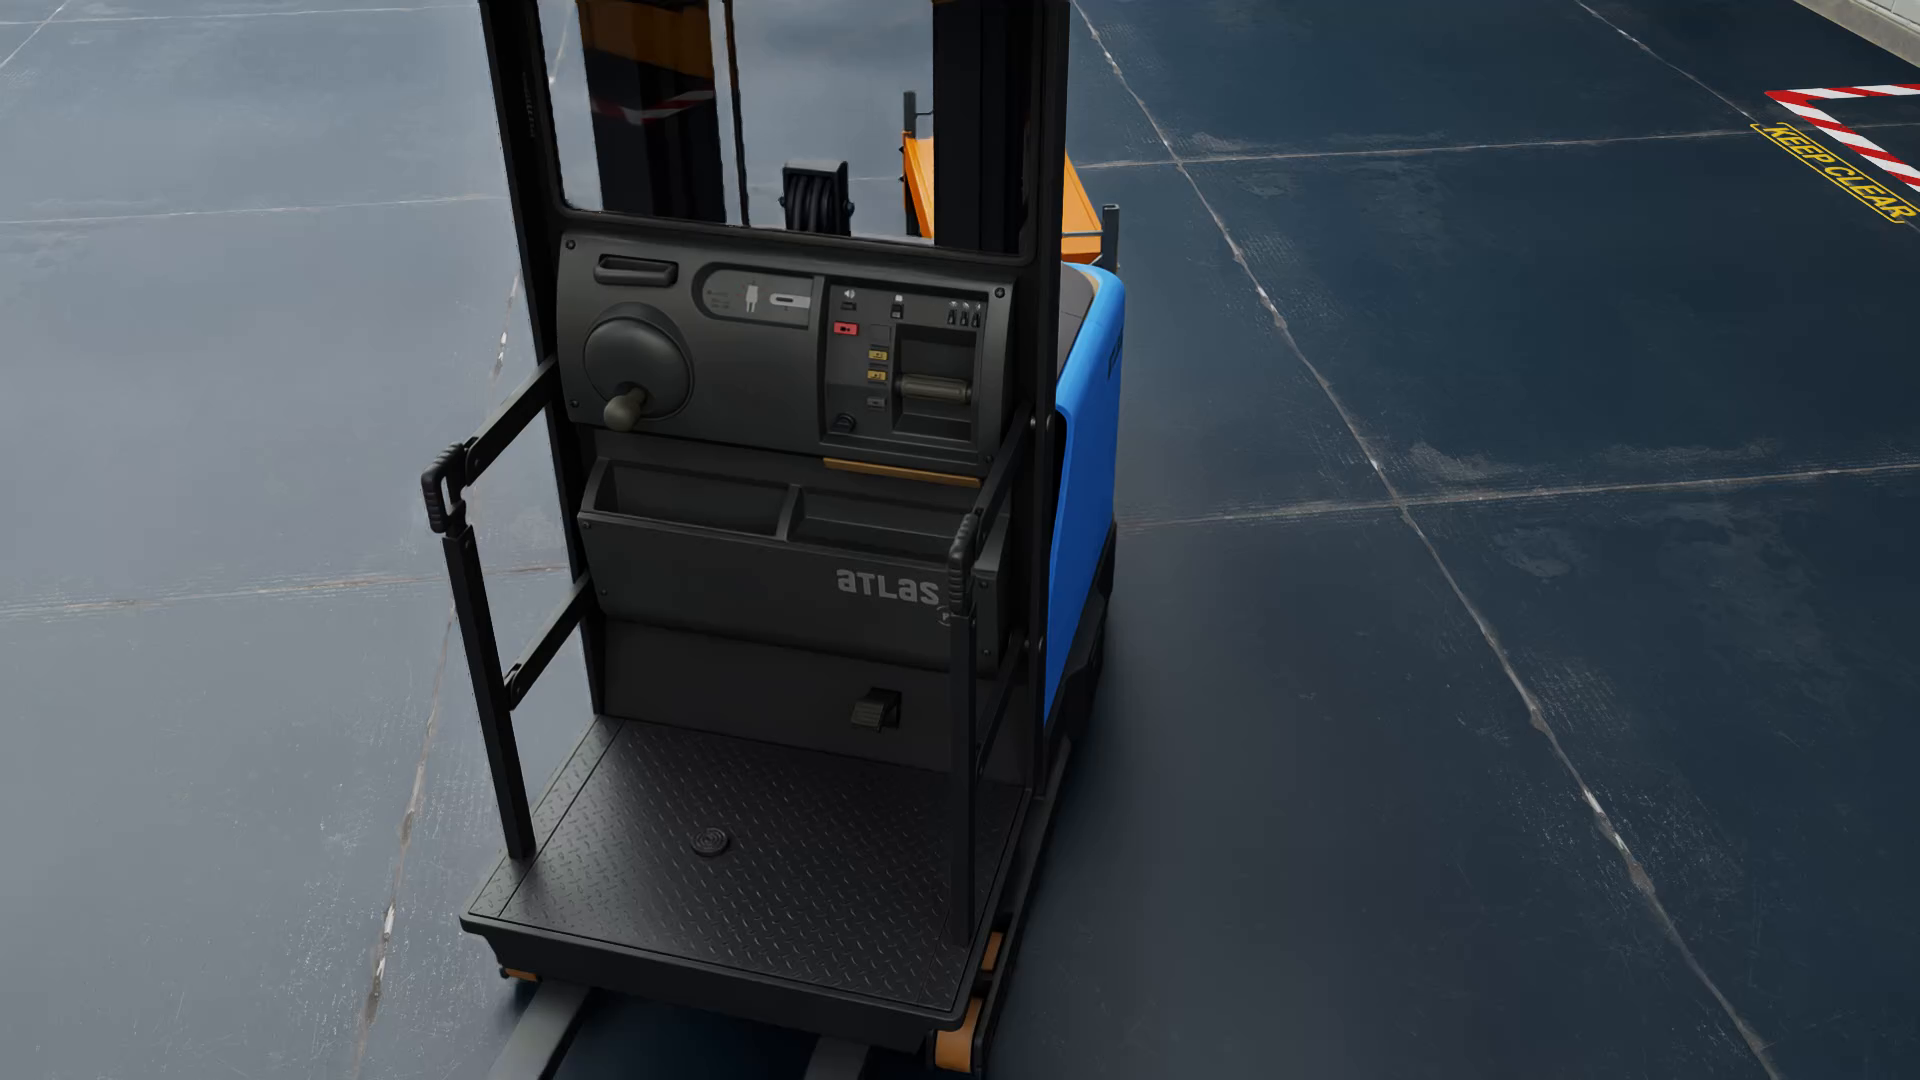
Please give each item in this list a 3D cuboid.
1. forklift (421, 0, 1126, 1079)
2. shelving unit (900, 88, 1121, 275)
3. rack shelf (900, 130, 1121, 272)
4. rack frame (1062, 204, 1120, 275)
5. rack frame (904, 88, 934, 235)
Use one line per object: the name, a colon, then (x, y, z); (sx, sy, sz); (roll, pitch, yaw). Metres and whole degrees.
forklift: (-0.408, -0.313, 3.106); (1.130, 2.935, 3.031); (8, 35, 12)
shelving unit: (0.129, -0.728, 5.320); (0.538, 1.125, 1.048); (-4, 34, -6)
rack shelf: (0.129, -0.970, 5.155); (0.538, 0.278, 1.000); (-4, 34, -6)
rack frame: (0.192, -0.444, 4.903); (0.500, 1.125, 0.032); (-4, 34, -6)
rack frame: (0.066, -1.012, 5.737); (0.500, 1.125, 0.032); (-4, 34, -6)
